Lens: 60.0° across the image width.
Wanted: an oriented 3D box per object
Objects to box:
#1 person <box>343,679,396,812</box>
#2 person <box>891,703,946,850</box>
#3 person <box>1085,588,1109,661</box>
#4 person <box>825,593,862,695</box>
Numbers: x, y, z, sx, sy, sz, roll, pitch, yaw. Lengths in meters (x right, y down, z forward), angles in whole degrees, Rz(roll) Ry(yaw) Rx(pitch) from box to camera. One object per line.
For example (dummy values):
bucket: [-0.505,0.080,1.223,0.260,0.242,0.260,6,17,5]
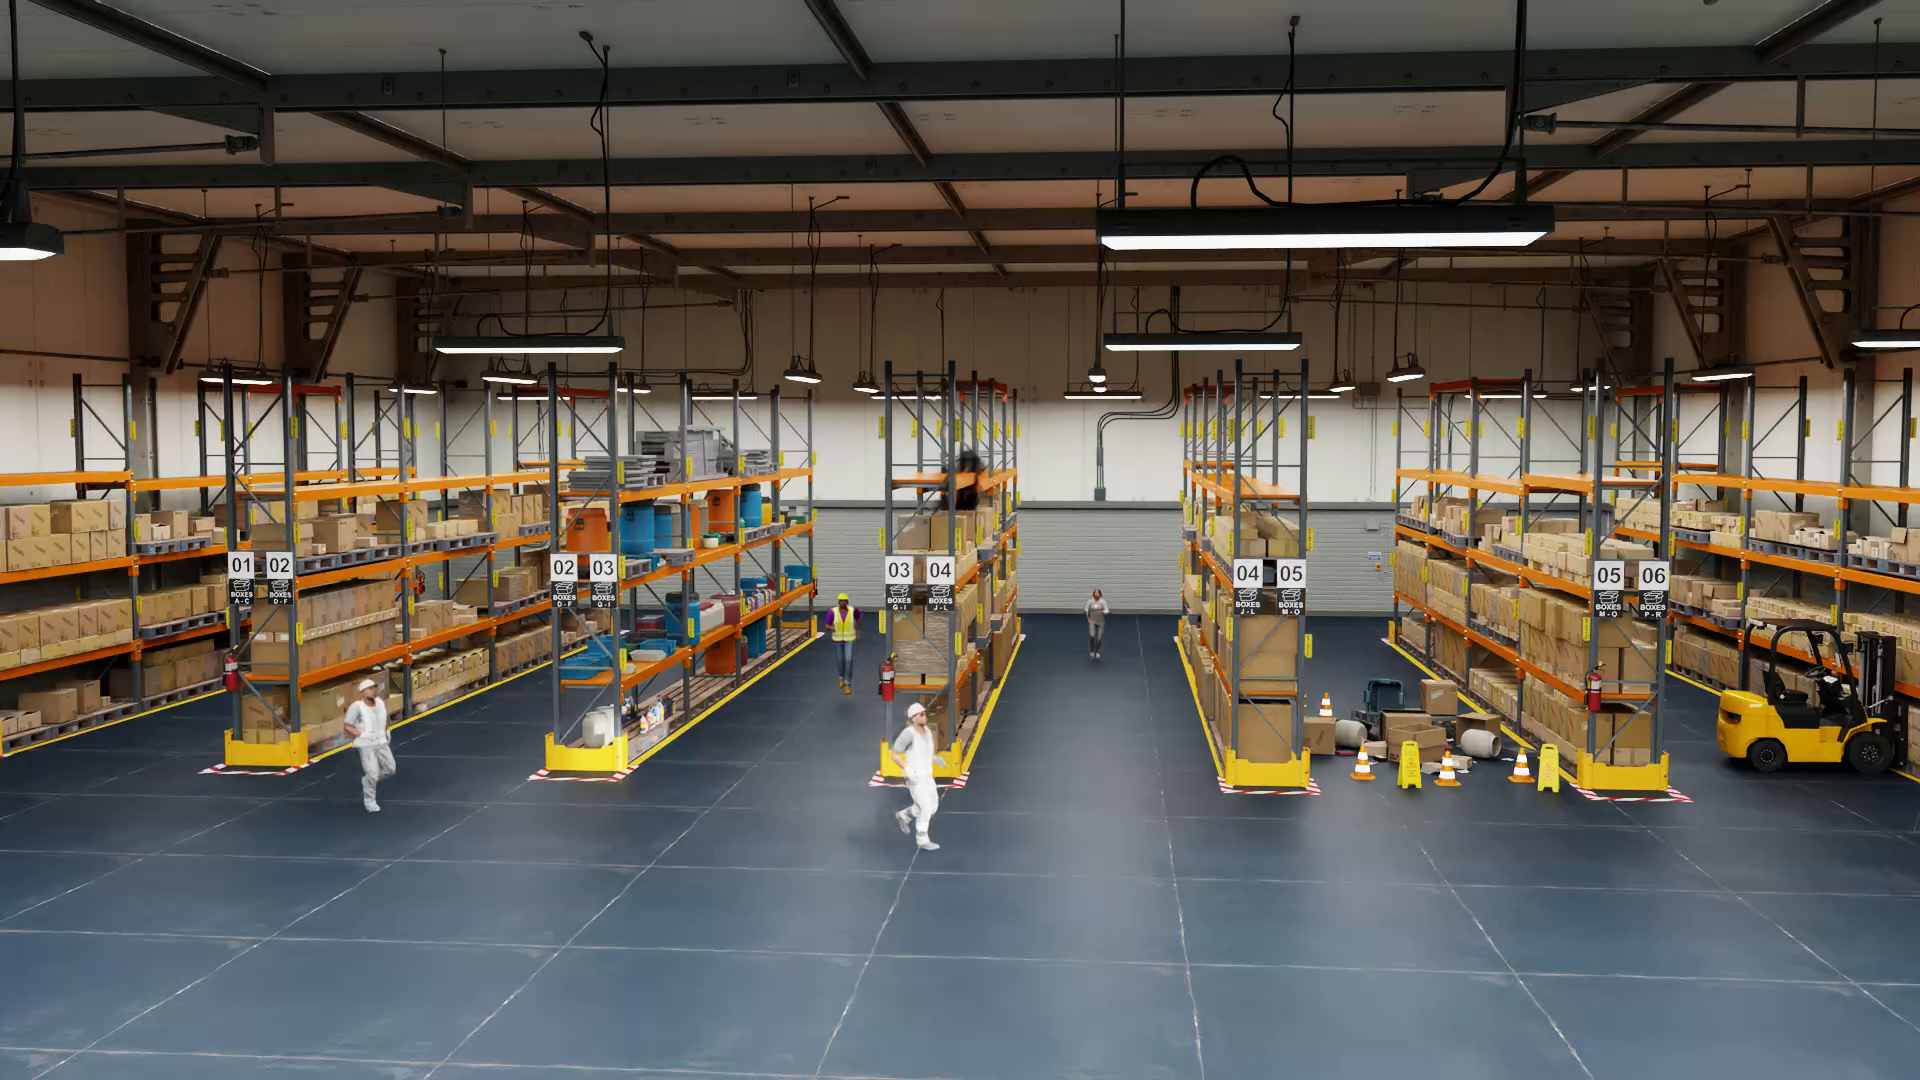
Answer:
person: [-7.757,2.695,21.895,0.572,1.733,0.742,2,4,29]
person: [-0.535,2.820,19.899,0.692,1.747,0.651,3,5,36]
person: [2.979,1.832,36.184,0.523,1.577,0.688,0,4,5]
person: [-2.125,1.851,30.153,0.640,1.811,0.842,0,4,2]
